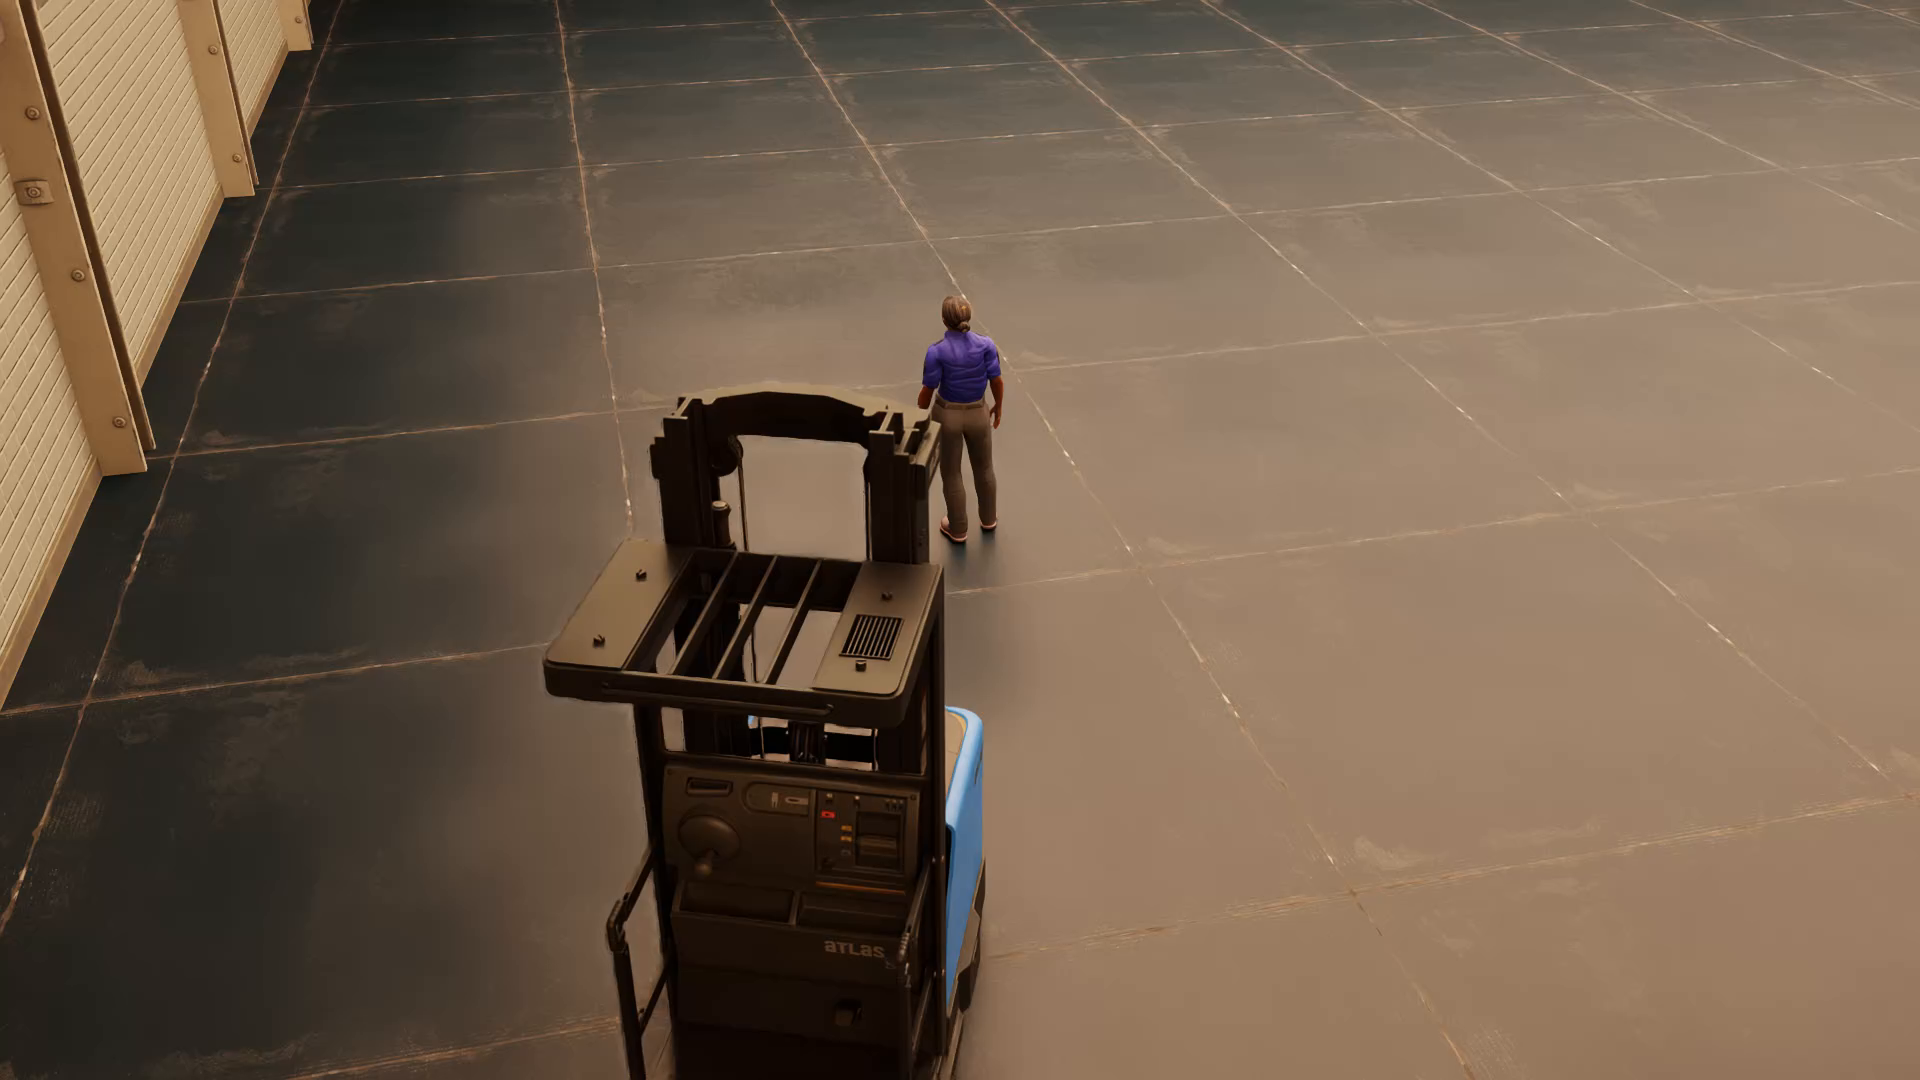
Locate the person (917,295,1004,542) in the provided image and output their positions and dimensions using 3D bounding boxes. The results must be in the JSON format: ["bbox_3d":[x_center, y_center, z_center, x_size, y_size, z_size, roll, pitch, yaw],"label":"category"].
[{"bbox_3d":[-0.001,-0.767,10.160,0.569,1.654,0.504,-7,31,-12],"label":"person"}]

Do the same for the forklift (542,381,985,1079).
[{"bbox_3d":[-0.635,1.073,5.722,1.130,2.935,3.031,5,30,8],"label":"forklift"}]
